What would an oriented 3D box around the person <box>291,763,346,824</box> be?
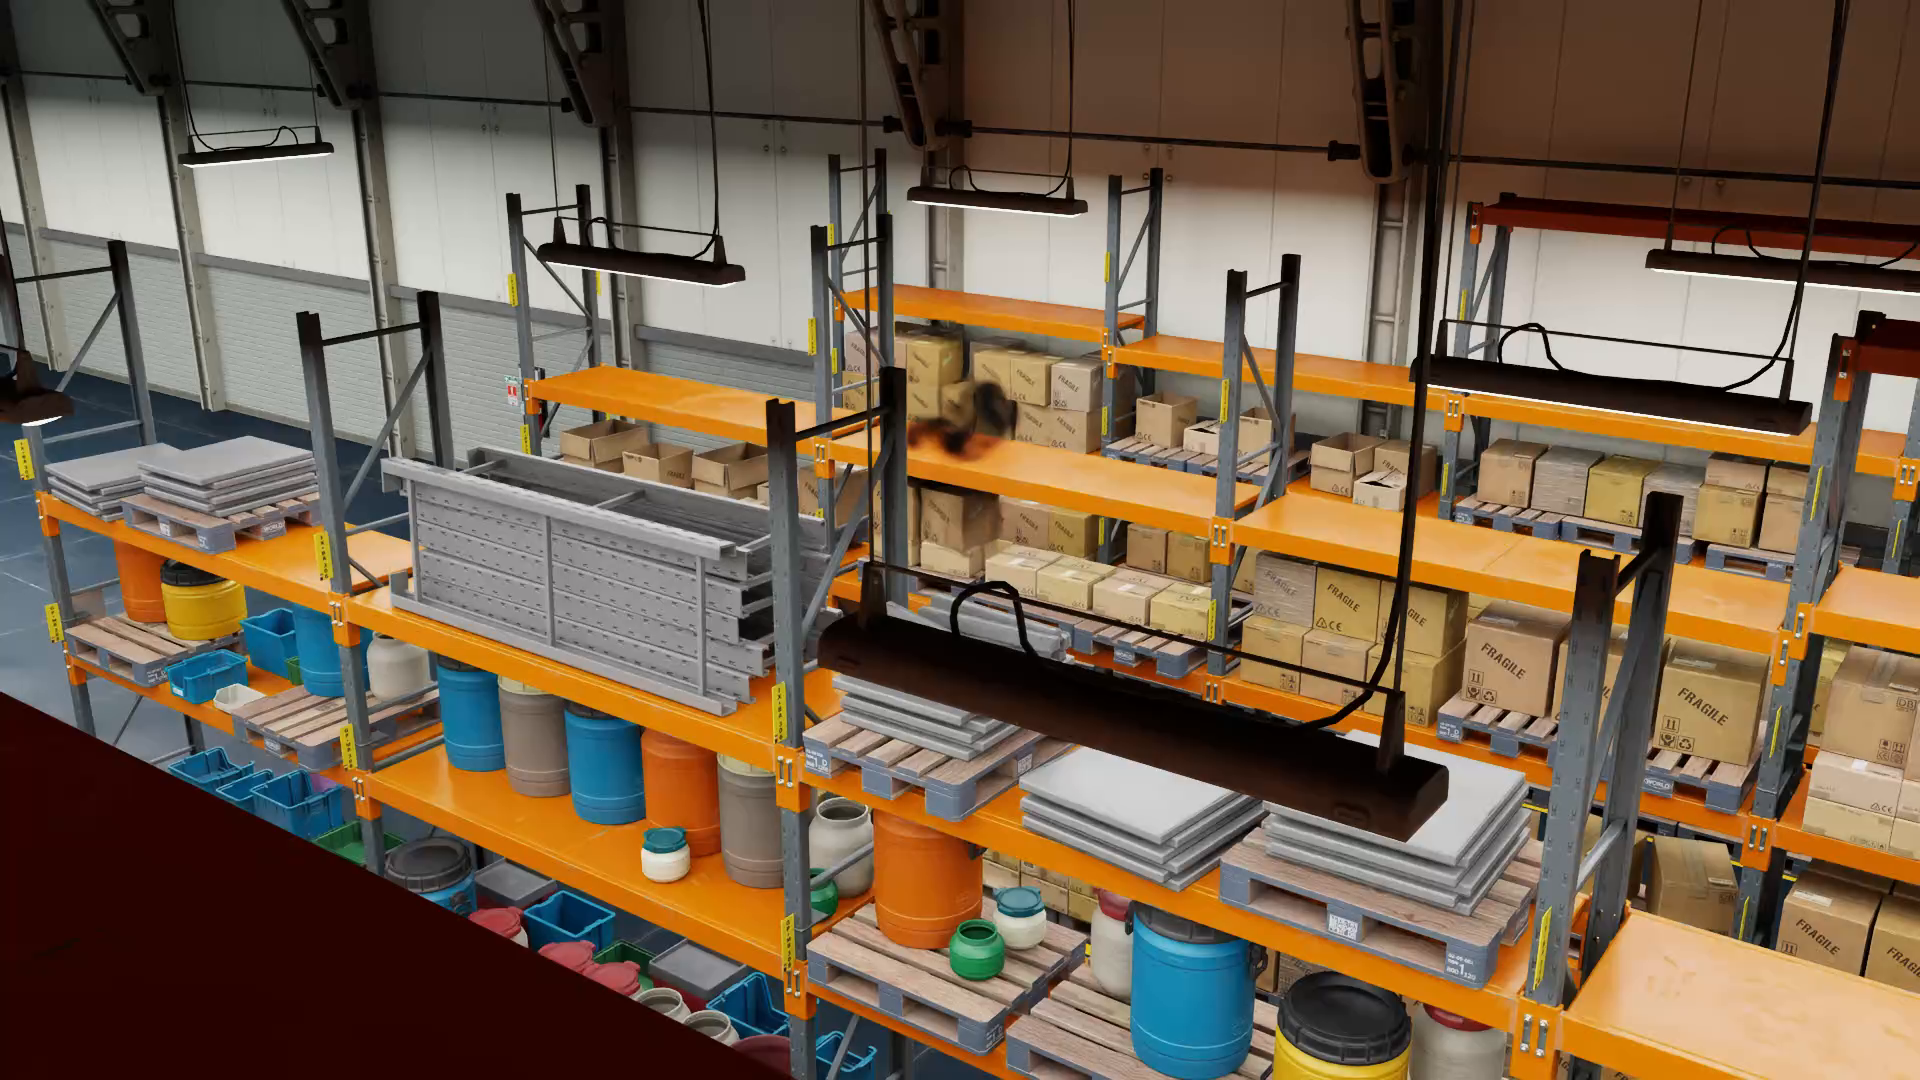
[{"bbox_3d":[-5.971,2.356,15.632,0.740,1.627,0.539,8,20,23],"label":"person"}]
